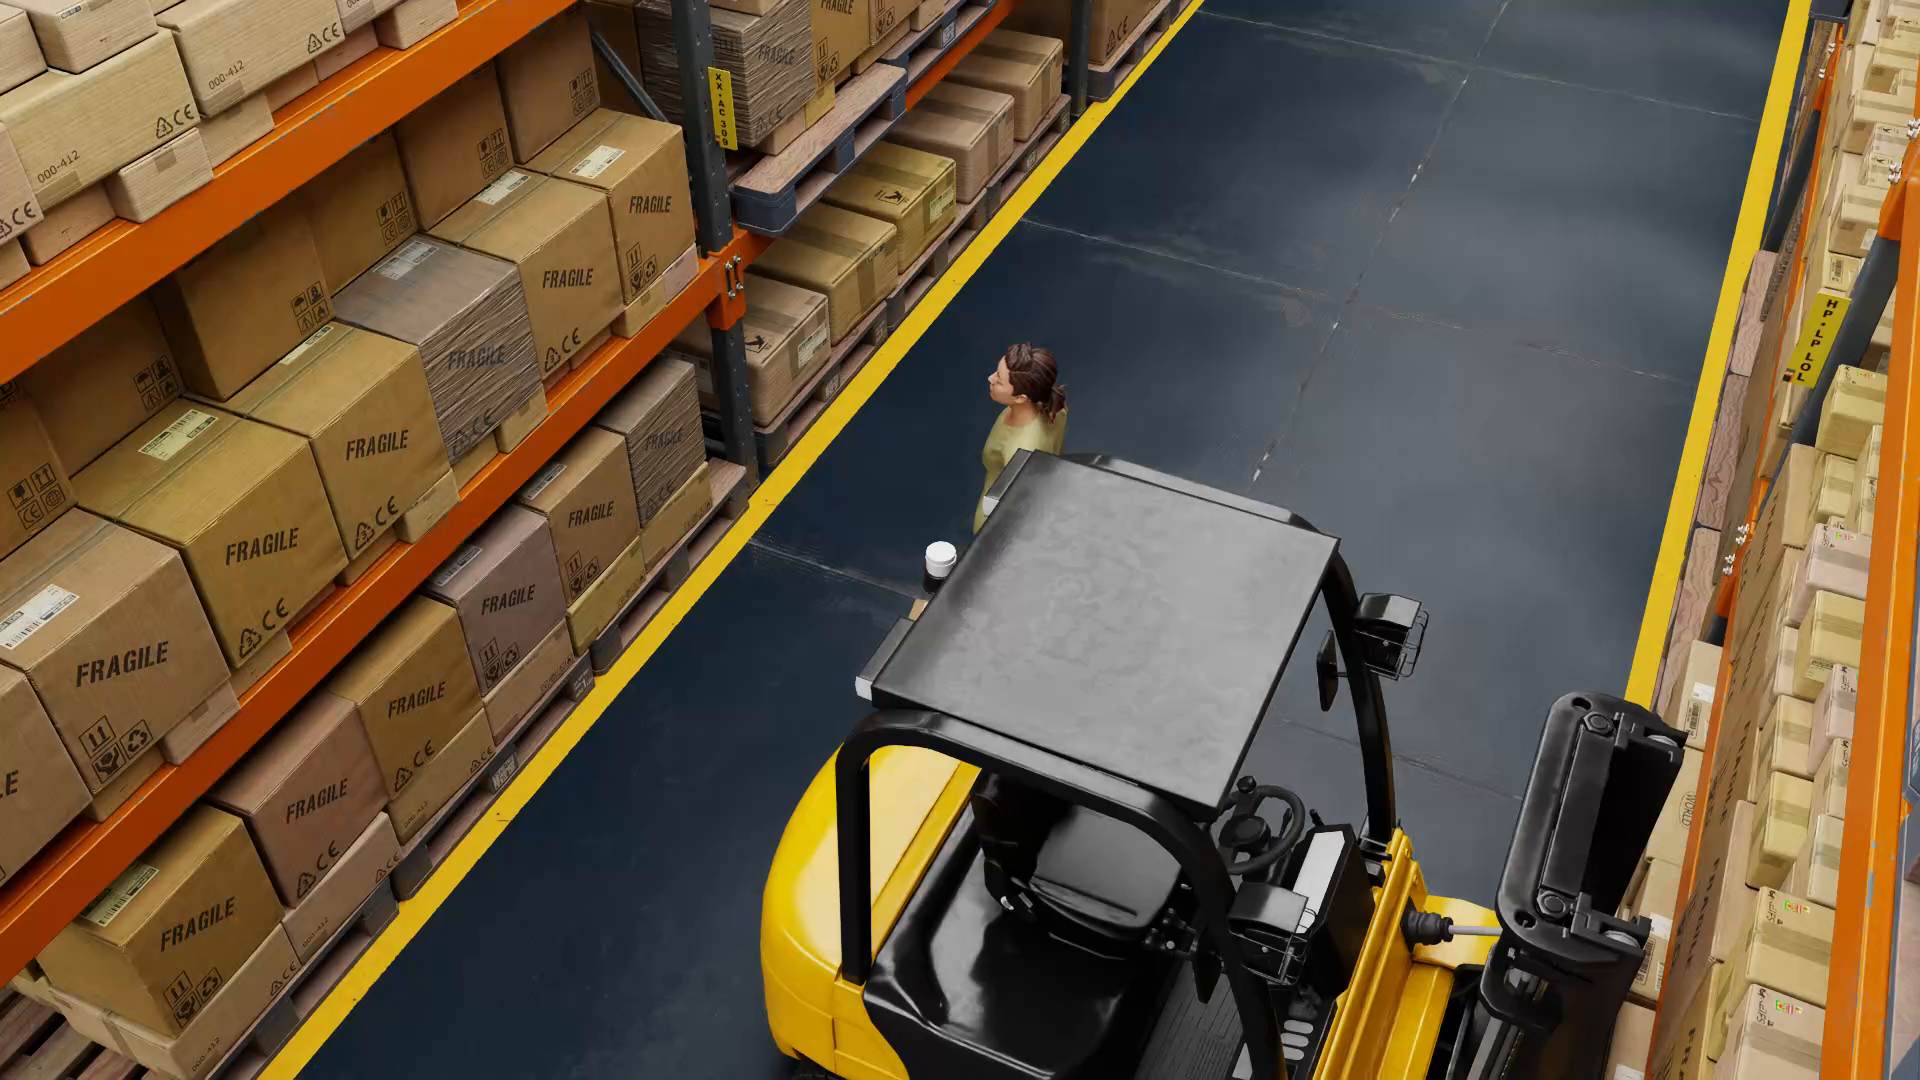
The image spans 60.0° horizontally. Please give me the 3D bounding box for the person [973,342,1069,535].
[{"bbox_3d":[0.126,-0.083,6.238,0.548,1.674,0.552,12,43,13],"label":"person"}]
